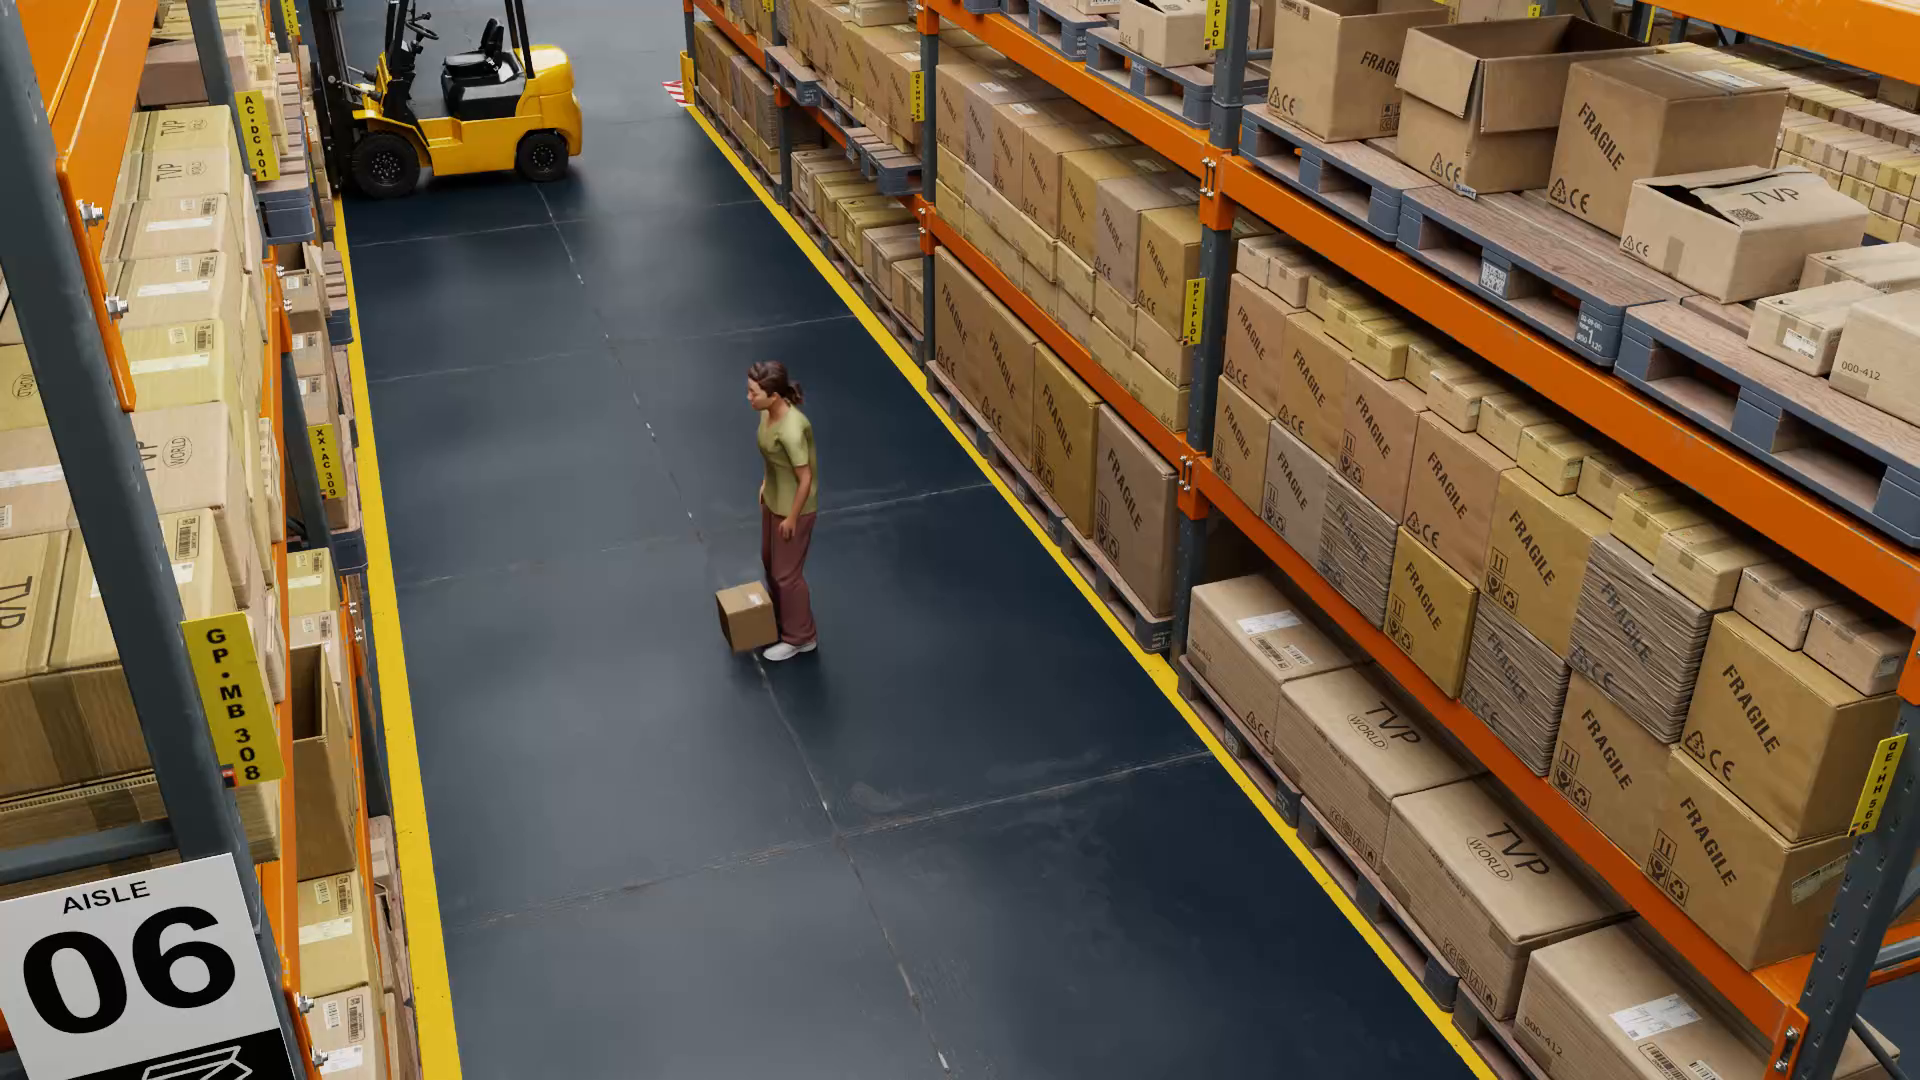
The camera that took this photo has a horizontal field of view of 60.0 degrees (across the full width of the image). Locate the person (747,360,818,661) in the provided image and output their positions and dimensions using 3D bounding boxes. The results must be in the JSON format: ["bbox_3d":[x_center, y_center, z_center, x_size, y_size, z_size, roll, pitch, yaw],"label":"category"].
[{"bbox_3d":[-0.925,-0.170,8.634,0.372,1.674,0.489,-12,32,-19],"label":"person"}]
